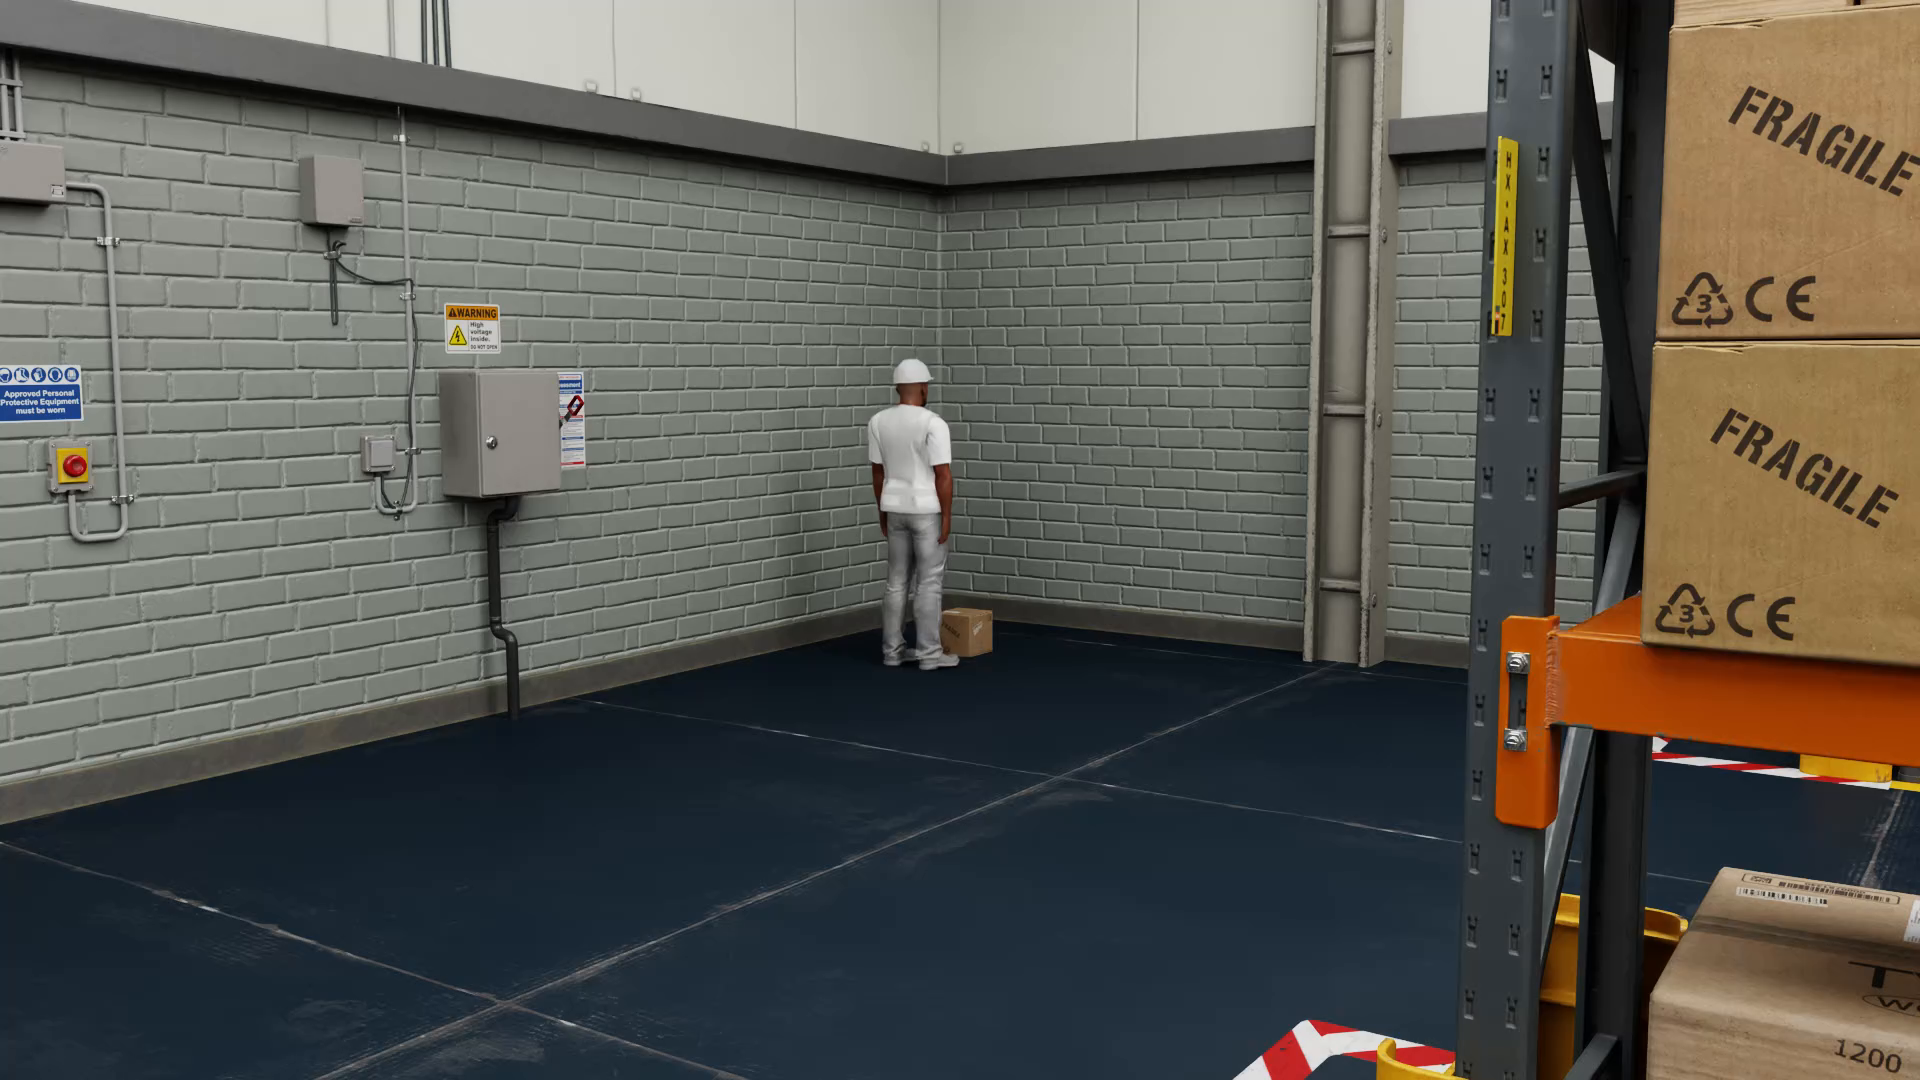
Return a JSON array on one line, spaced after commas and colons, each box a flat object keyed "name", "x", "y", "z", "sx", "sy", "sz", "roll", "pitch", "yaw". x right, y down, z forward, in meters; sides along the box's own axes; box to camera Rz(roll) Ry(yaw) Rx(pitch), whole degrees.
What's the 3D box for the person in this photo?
[{"name": "person", "x": -0.261, "y": -0.151, "z": 9.552, "sx": 0.563, "sy": 1.764, "sz": 0.353, "roll": 4, "pitch": 8, "yaw": 35}]
